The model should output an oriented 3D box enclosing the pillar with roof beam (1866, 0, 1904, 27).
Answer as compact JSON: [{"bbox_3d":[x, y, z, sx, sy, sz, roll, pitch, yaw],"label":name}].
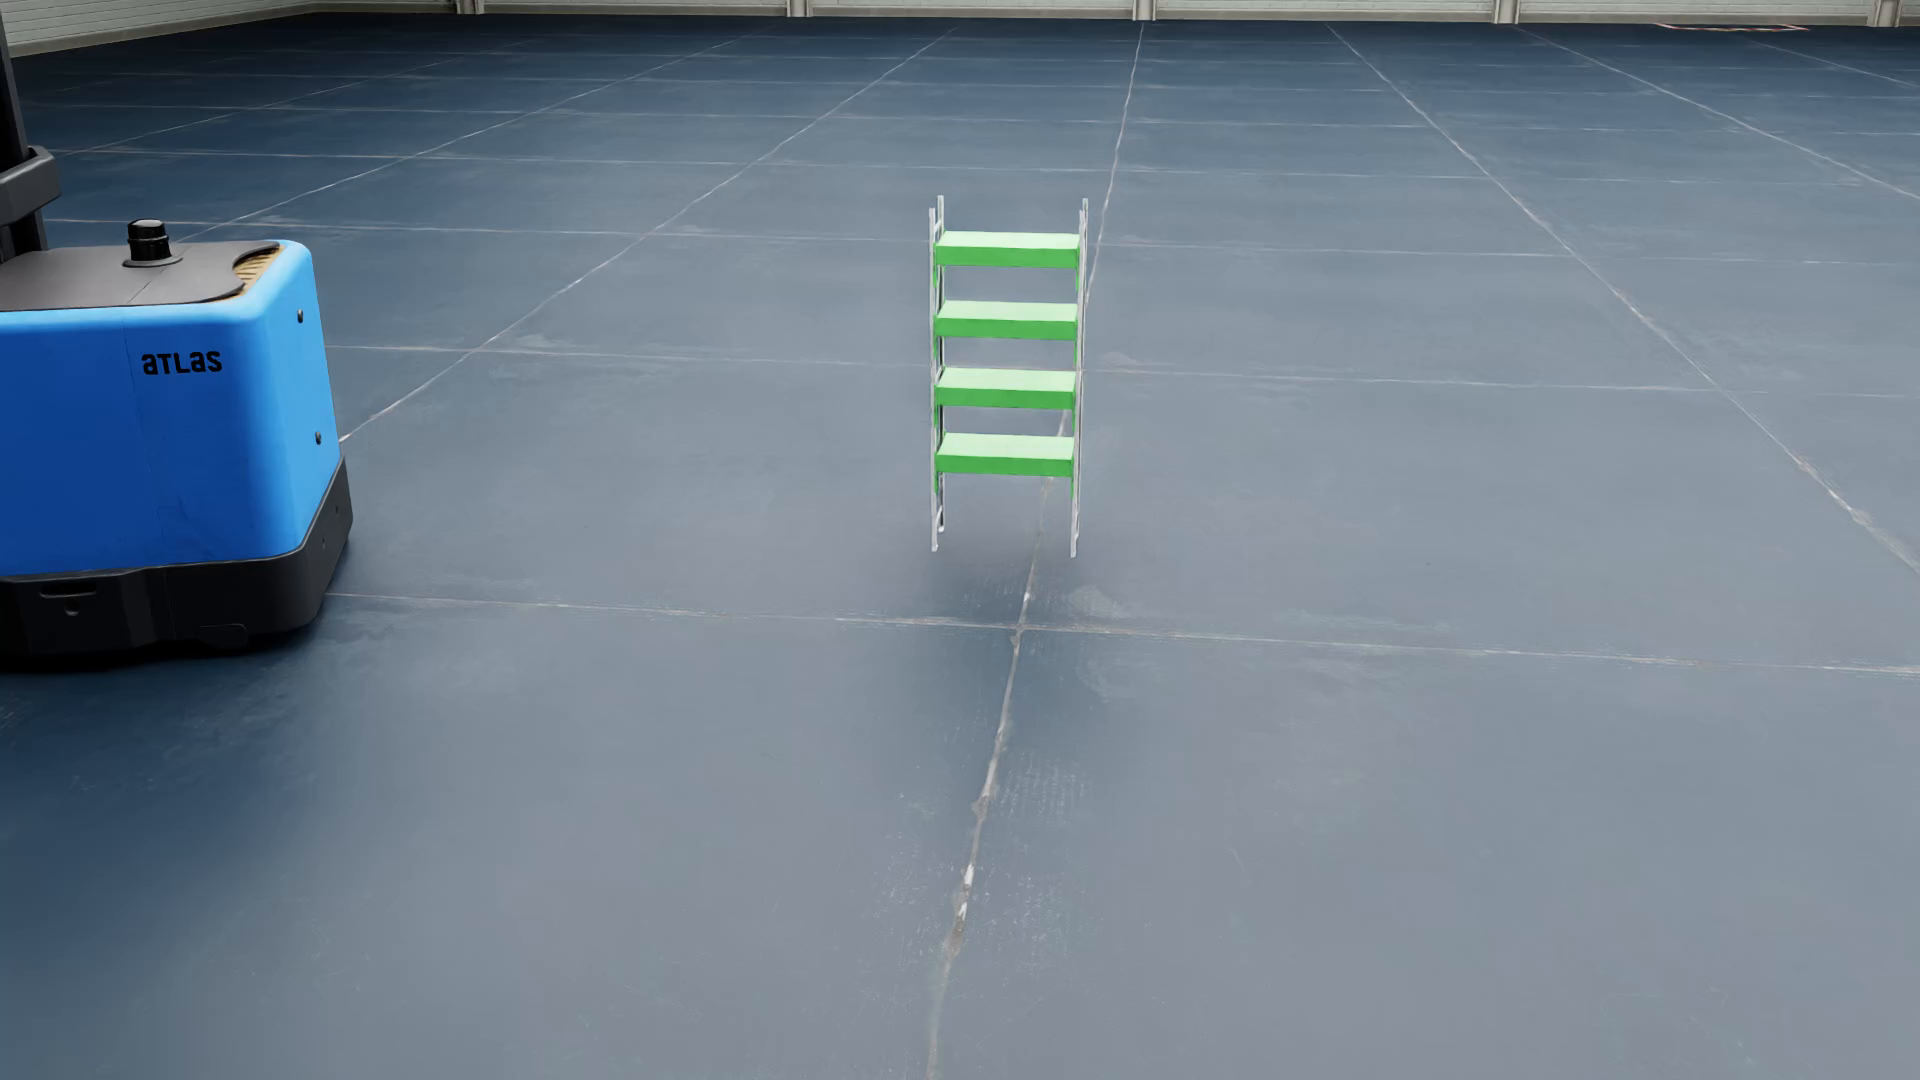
[{"bbox_3d":[14.564,-11.011,21.553,0.400,9.000,9.100,2,22,6],"label":"pillar with roof beam"}]

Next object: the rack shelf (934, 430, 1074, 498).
[{"bbox_3d":[0.164,-0.268,5.813,0.480,0.148,0.258,2,22,6],"label":"rack shelf"}]

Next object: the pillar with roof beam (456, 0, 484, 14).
[{"bbox_3d":[-9.269,-12.050,24.179,0.400,9.000,9.100,2,22,6],"label":"pillar with roof beam"}]

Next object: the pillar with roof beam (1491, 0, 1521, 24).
[{"bbox_3d":[8.606,-11.271,22.209,0.400,9.000,9.100,2,22,6],"label":"pillar with roof beam"}]

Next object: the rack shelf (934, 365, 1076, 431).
[{"bbox_3d":[0.164,-0.491,5.725,0.480,0.148,0.258,2,22,6],"label":"rack shelf"}]

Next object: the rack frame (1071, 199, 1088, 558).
[{"bbox_3d":[0.407,-0.540,5.674,0.015,1.200,0.240,2,22,6],"label":"rack frame"}]

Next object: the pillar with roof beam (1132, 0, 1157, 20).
[{"bbox_3d":[2.648,-11.531,22.866,0.400,9.000,9.100,2,22,6],"label":"pillar with roof beam"}]

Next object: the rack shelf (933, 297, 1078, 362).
[{"bbox_3d":[0.164,-0.715,5.636,0.480,0.148,0.258,2,22,6],"label":"rack shelf"}]

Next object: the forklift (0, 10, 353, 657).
[{"bbox_3d":[-3.560,-1.102,4.741,3.031,2.935,1.130,-4,22,-10],"label":"forklift"}]

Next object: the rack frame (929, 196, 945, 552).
[{"bbox_3d":[-0.078,-0.561,5.728,0.015,1.200,0.240,2,22,6],"label":"rack frame"}]

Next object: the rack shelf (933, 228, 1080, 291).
[{"bbox_3d":[0.164,-0.938,5.548,0.480,0.148,0.258,2,22,6],"label":"rack shelf"}]

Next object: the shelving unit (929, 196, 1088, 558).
[{"bbox_3d":[0.164,-0.551,5.701,0.503,1.200,0.258,2,22,6],"label":"shelving unit"}]

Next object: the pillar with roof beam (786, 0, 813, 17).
[{"bbox_3d":[-3.311,-11.790,23.523,0.400,9.000,9.100,2,22,6],"label":"pillar with roof beam"}]
